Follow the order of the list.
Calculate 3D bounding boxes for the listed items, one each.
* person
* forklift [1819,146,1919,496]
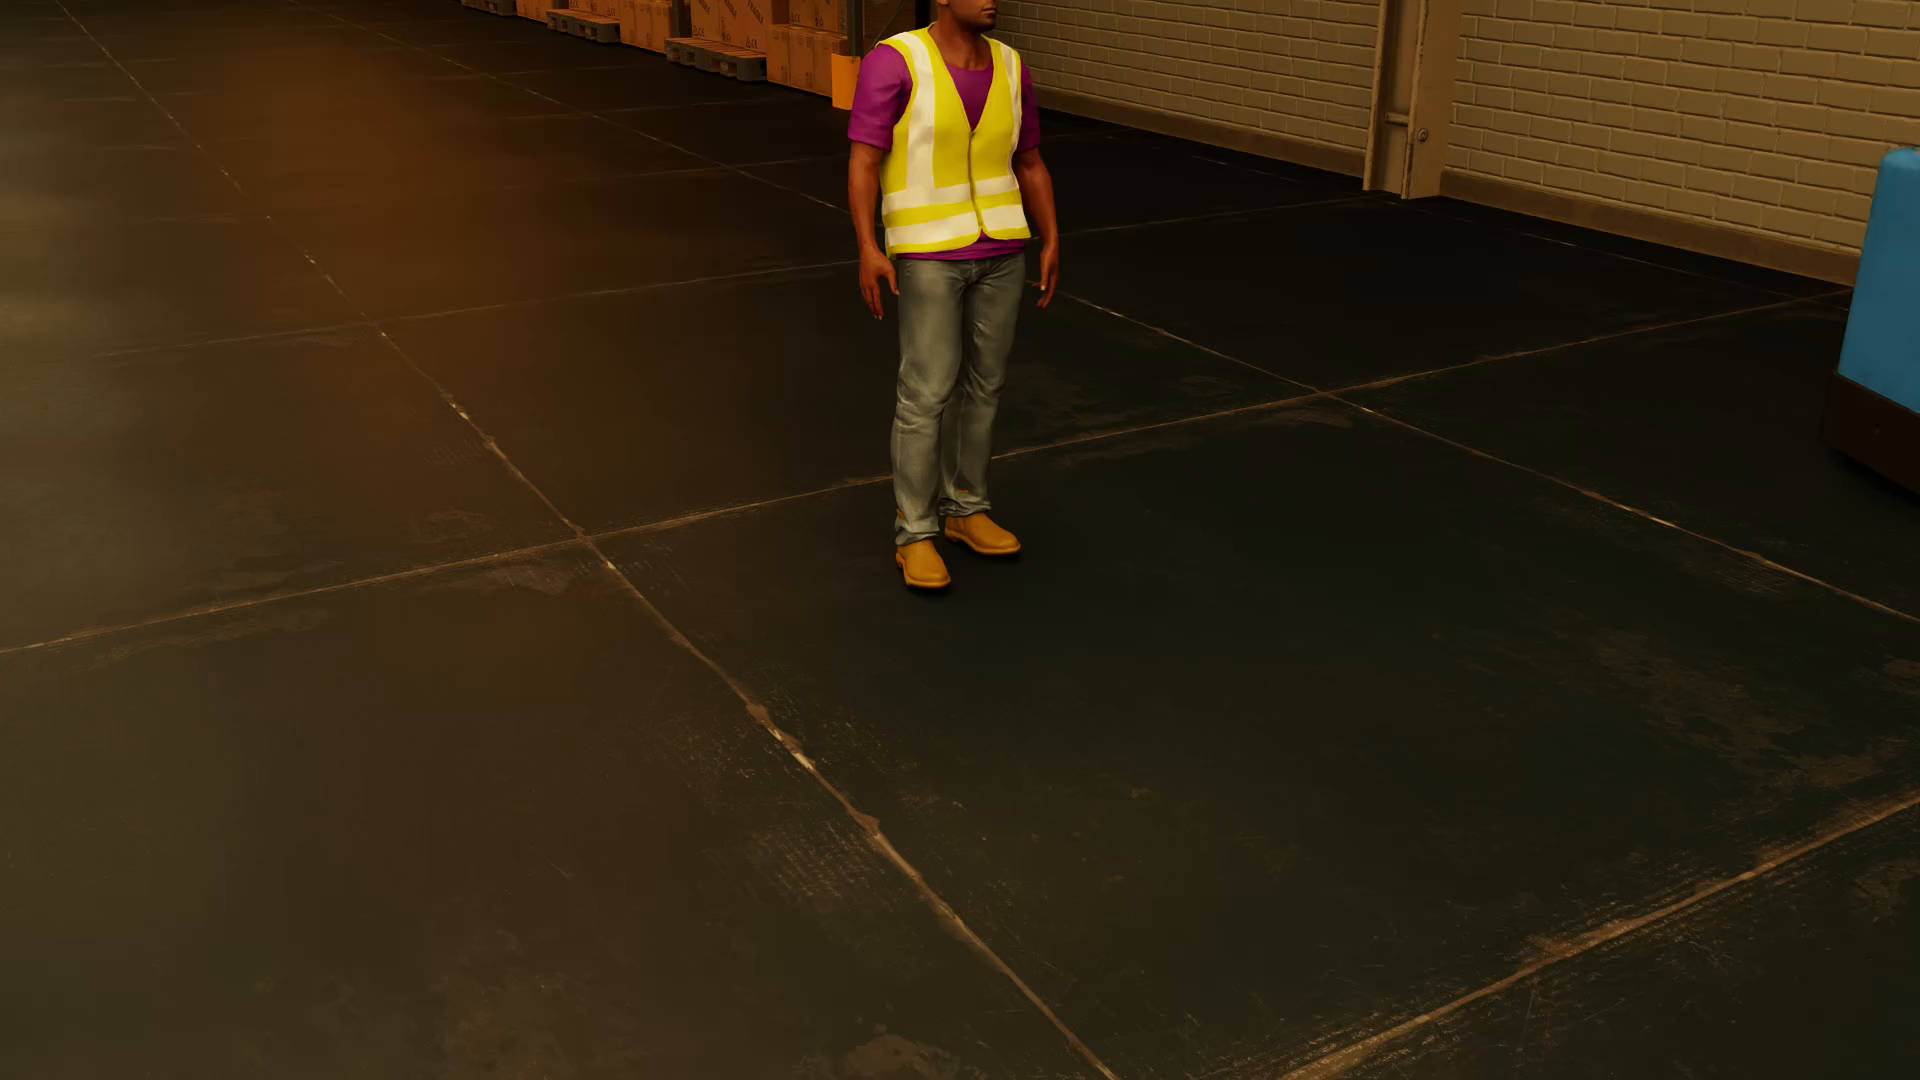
[{"bbox_3d":[0.030,-0.800,4.738,0.665,1.768,0.575,-12,25,-28],"label":"person"},{"bbox_3d":[4.544,-1.524,4.987,3.031,2.935,1.130,-2,22,-5],"label":"forklift"}]
